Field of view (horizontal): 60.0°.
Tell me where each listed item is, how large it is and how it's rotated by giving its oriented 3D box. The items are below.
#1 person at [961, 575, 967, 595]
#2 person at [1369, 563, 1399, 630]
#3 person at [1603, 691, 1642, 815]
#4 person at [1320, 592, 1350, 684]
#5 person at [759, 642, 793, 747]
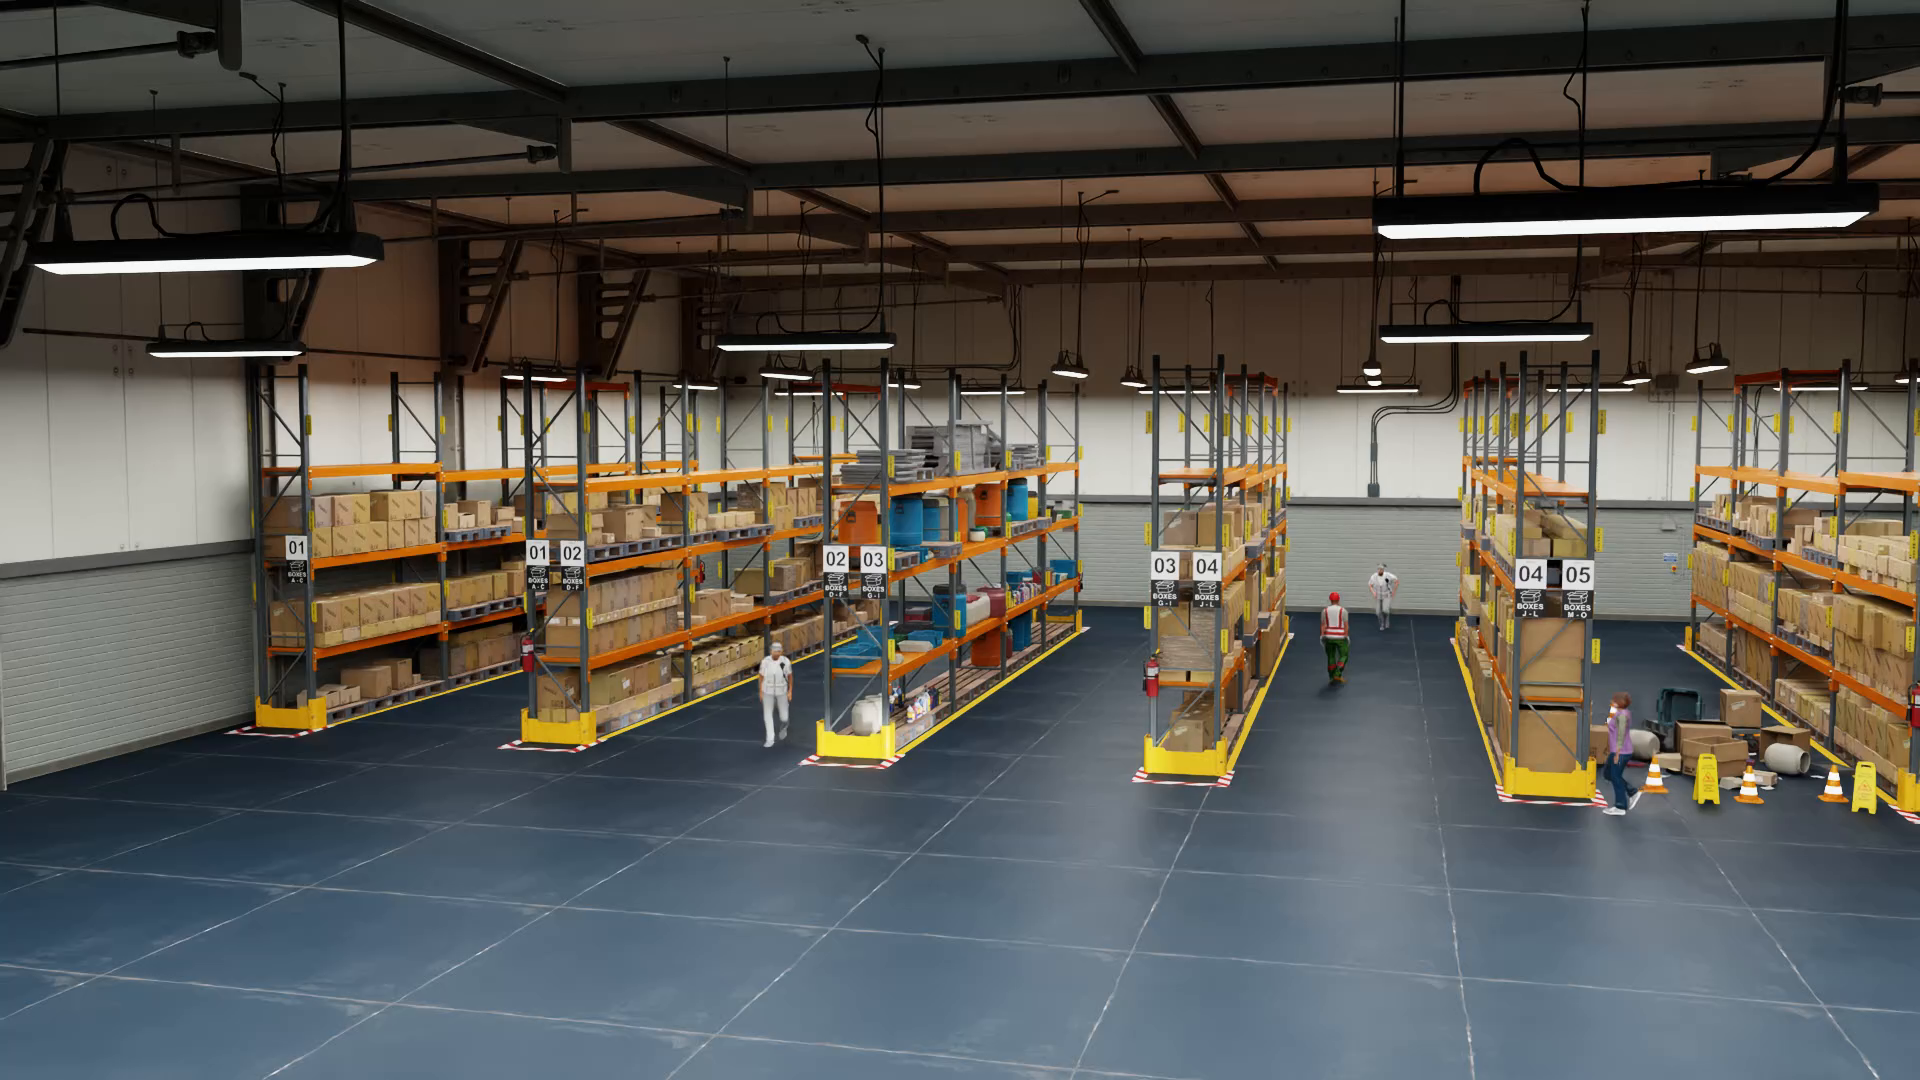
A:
[{"bbox_3d":[-0.048,1.533,38.560,0.513,1.673,0.403,-3,5,-38],"label":"person"},{"bbox_3d":[10.329,1.373,40.520,0.708,1.681,0.720,2,4,23],"label":"person"},{"bbox_3d":[8.488,2.721,21.252,0.478,1.588,0.425,1,4,13],"label":"person"},{"bbox_3d":[7.246,1.900,32.153,0.574,1.788,0.550,2,4,24],"label":"person"},{"bbox_3d":[-2.892,2.396,26.096,0.535,1.640,0.635,0,4,-4],"label":"person"}]
